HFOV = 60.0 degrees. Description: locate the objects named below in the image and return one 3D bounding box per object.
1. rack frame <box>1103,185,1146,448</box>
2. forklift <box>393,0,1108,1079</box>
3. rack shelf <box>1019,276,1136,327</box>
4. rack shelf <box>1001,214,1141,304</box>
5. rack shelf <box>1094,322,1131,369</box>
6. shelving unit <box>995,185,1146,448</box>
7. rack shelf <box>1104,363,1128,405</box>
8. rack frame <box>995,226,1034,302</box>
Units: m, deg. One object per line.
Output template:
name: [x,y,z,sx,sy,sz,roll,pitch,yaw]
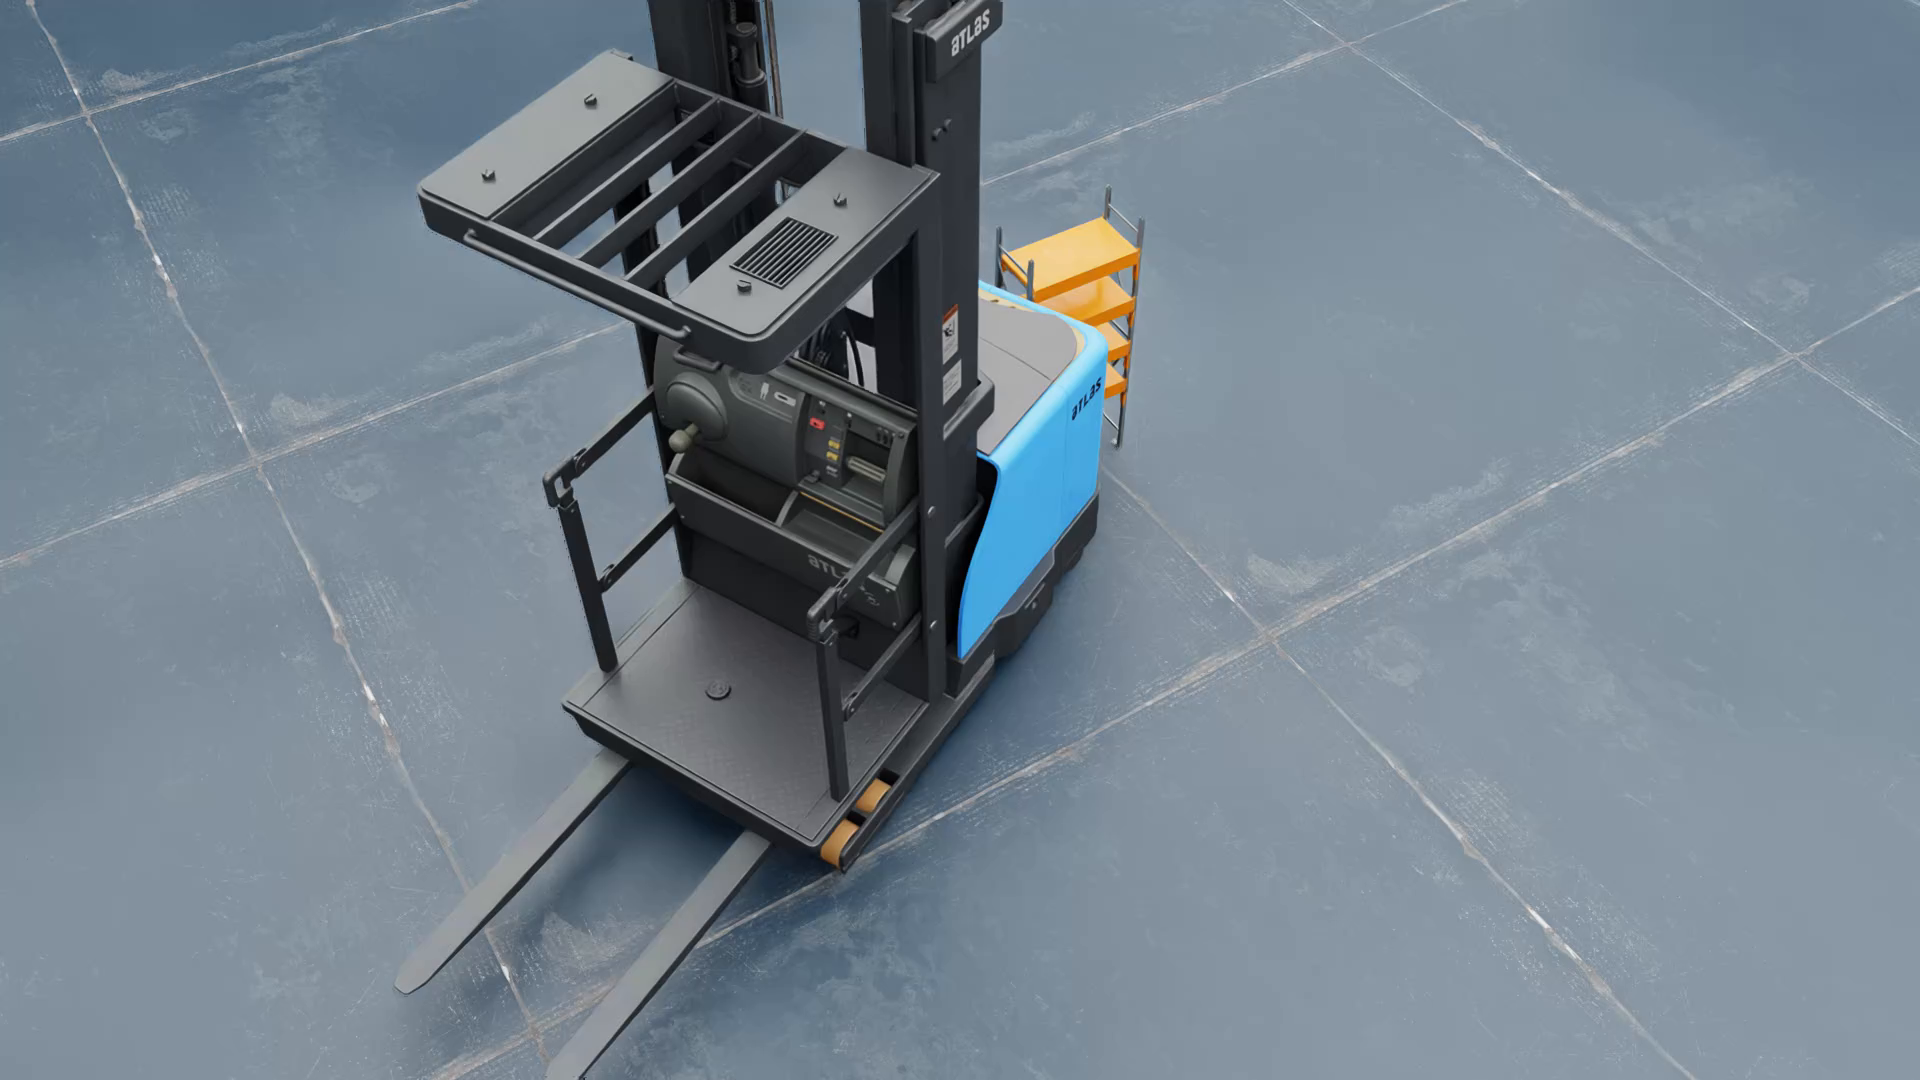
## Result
rack frame: [0.619,-0.866,6.663,0.015,1.200,0.240,-24,53,-20]
forklift: [-0.669,-0.263,4.967,1.130,2.935,3.031,25,53,21]
rack shelf: [0.410,-0.876,6.463,0.480,0.148,0.258,-24,53,-20]
rack shelf: [0.410,-1.034,6.286,0.480,0.148,0.258,-24,53,-20]
rack shelf: [0.410,-0.728,6.630,0.480,0.148,0.258,-24,53,-20]
shelving unit: [0.410,-0.772,6.580,0.503,1.200,0.258,-24,53,-20]
rack shelf: [0.410,-0.596,6.778,0.480,0.148,0.258,-24,53,-20]
rack frame: [0.200,-0.679,6.496,0.015,1.200,0.240,-24,53,-20]
